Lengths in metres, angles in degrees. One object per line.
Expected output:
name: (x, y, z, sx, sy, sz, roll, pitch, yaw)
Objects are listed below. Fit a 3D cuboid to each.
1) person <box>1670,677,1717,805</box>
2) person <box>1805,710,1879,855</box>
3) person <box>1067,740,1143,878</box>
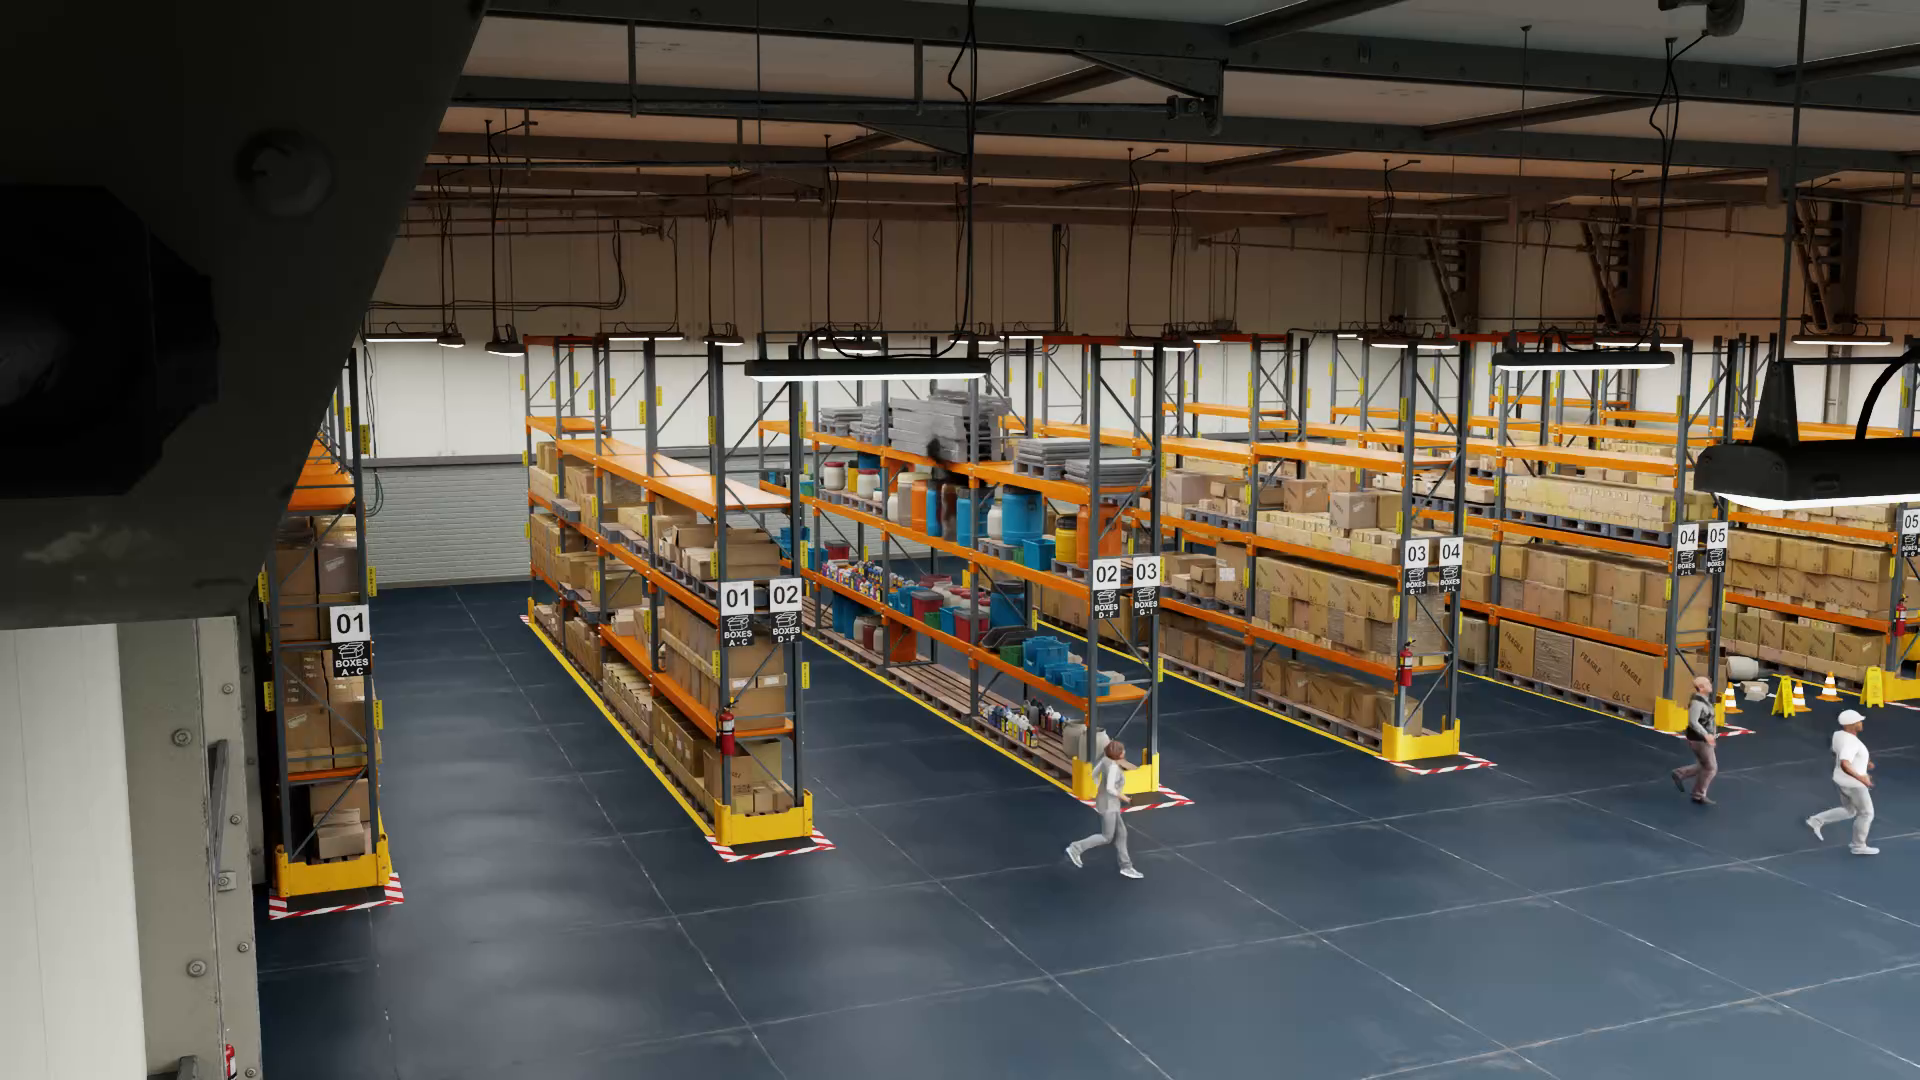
person: (9.646, 2.615, 21.807, 0.578, 1.696, 0.660, 3, 8, 23)
person: (10.513, 2.866, 19.702, 0.795, 1.733, 0.712, 2, 8, 11)
person: (1.647, 3.057, 18.868, 0.878, 1.589, 0.565, 0, 8, -4)
